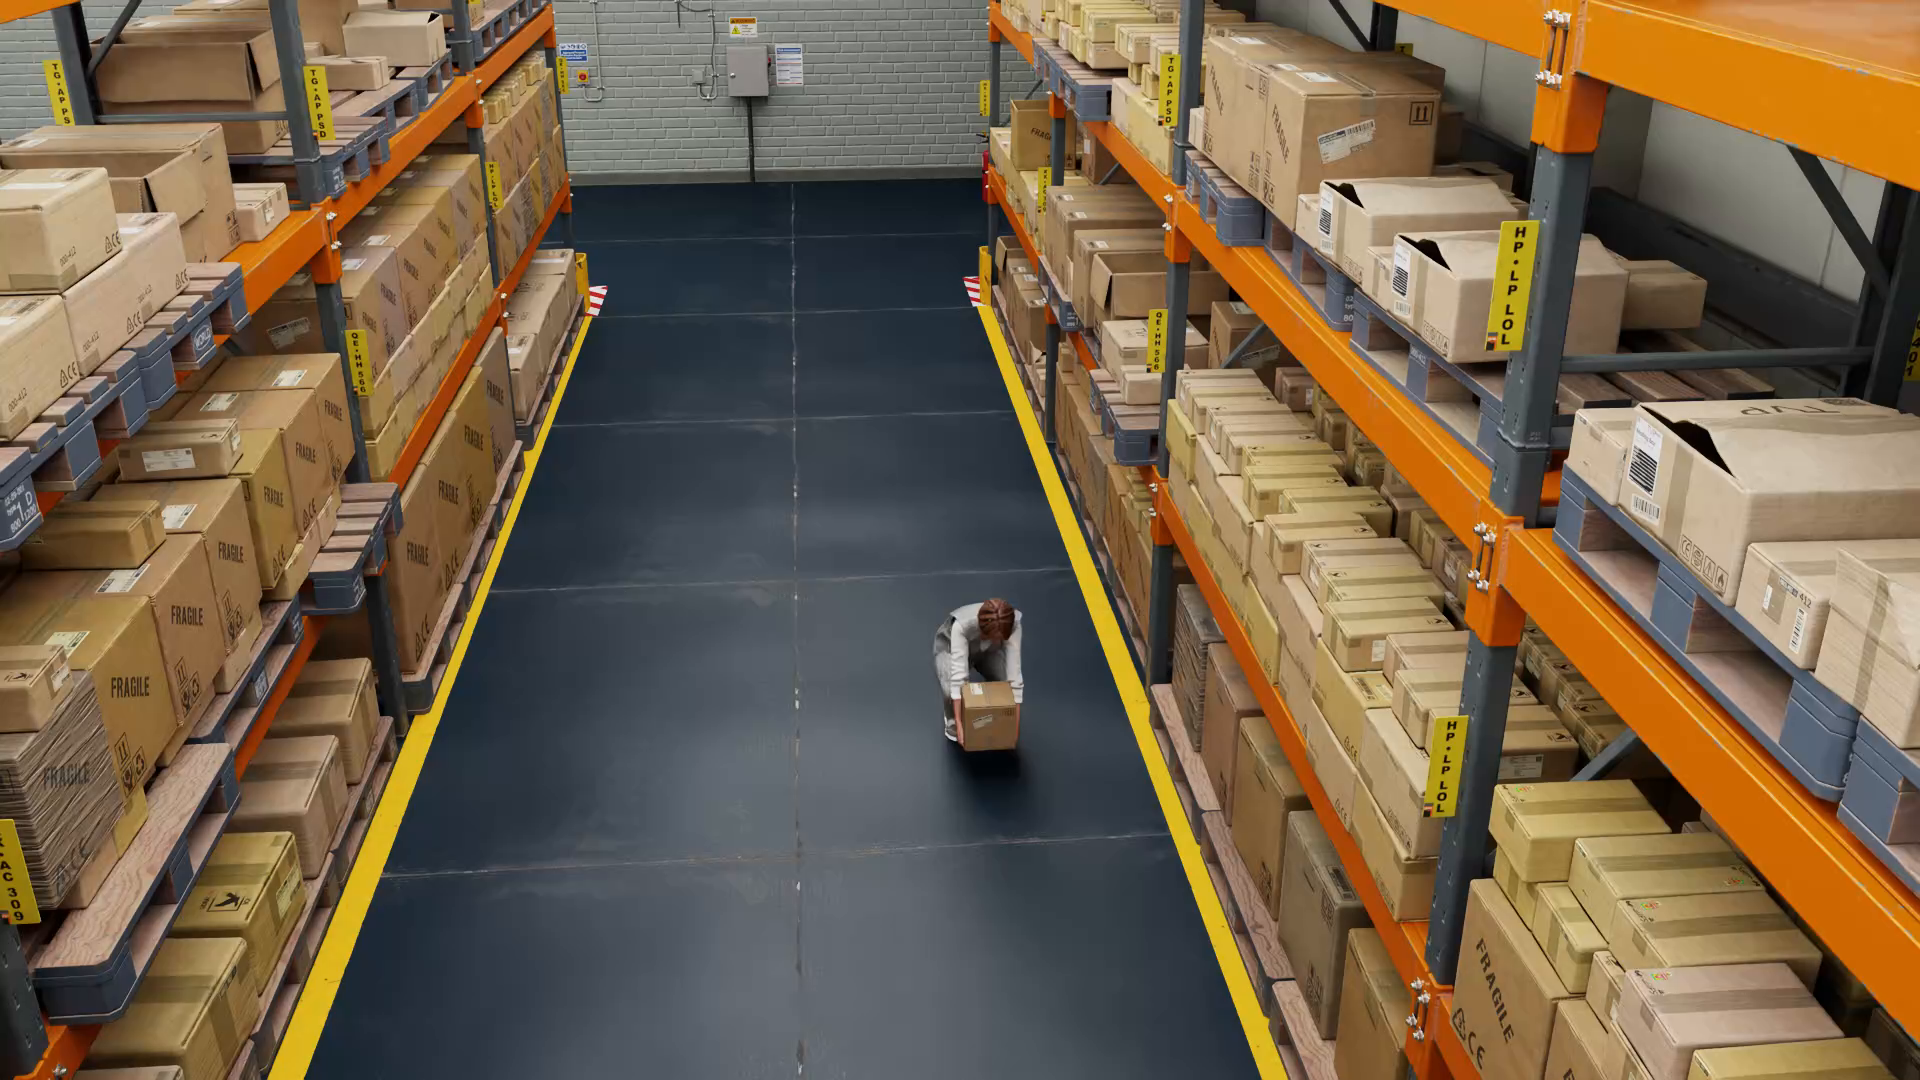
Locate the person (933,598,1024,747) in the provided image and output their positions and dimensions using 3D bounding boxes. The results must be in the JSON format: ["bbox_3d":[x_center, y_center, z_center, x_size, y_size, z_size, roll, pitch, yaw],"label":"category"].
[{"bbox_3d":[0.098,0.641,8.552,0.425,0.896,0.825,-4,24,-10],"label":"person"}]
